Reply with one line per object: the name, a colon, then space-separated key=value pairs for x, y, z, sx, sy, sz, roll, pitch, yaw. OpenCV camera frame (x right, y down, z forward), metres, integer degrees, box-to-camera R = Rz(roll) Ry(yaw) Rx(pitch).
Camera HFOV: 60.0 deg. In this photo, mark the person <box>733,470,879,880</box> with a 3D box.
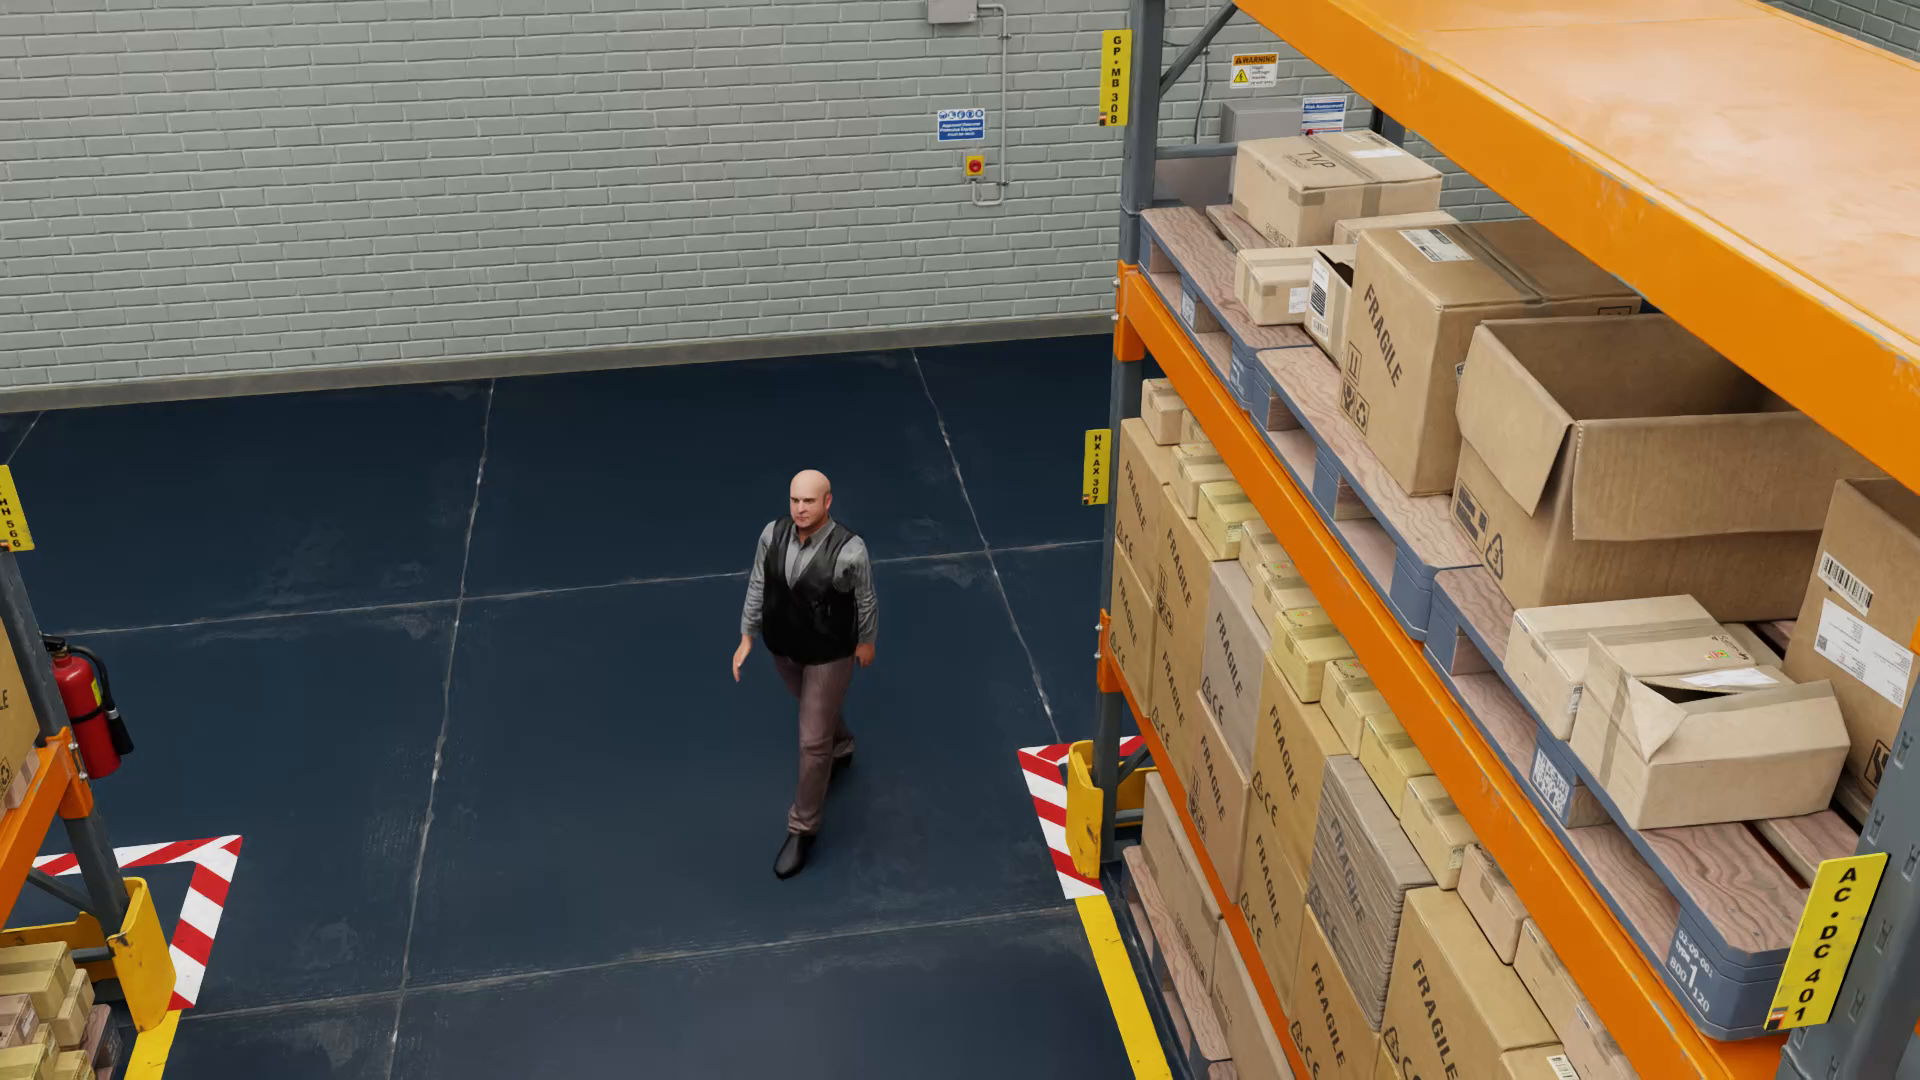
person: x=-0.714 y=0.520 z=7.267 sx=0.539 sy=1.699 sz=0.894 roll=16 pitch=34 yaw=25
